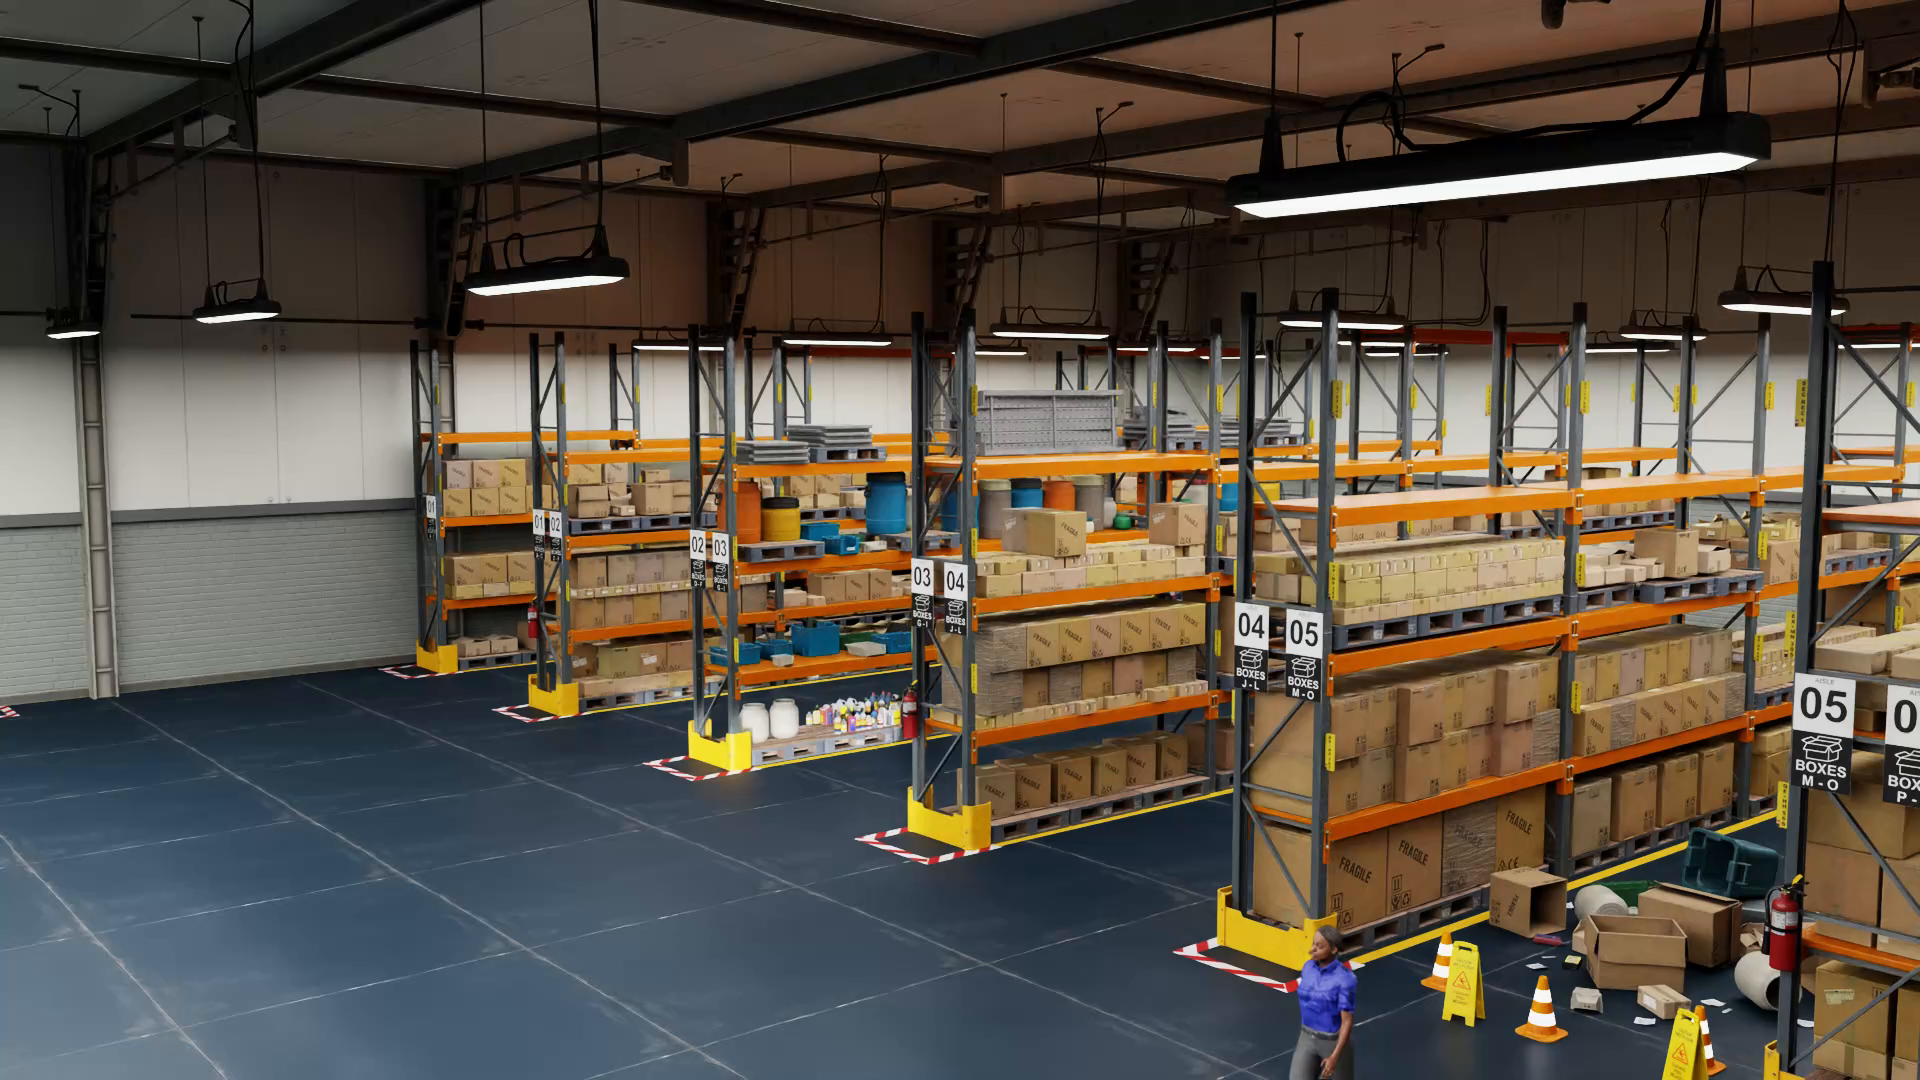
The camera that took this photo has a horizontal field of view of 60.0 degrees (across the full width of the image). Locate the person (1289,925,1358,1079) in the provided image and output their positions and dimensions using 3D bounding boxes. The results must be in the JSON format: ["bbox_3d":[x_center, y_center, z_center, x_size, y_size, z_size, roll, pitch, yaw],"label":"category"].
[{"bbox_3d":[2.361,3.336,10.908,0.980,1.602,0.473,-5,7,-44],"label":"person"}]

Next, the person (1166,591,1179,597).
[{"bbox_3d":[4.007,1.504,30.716,0.540,1.648,0.452,1,5,6],"label":"person"}]
